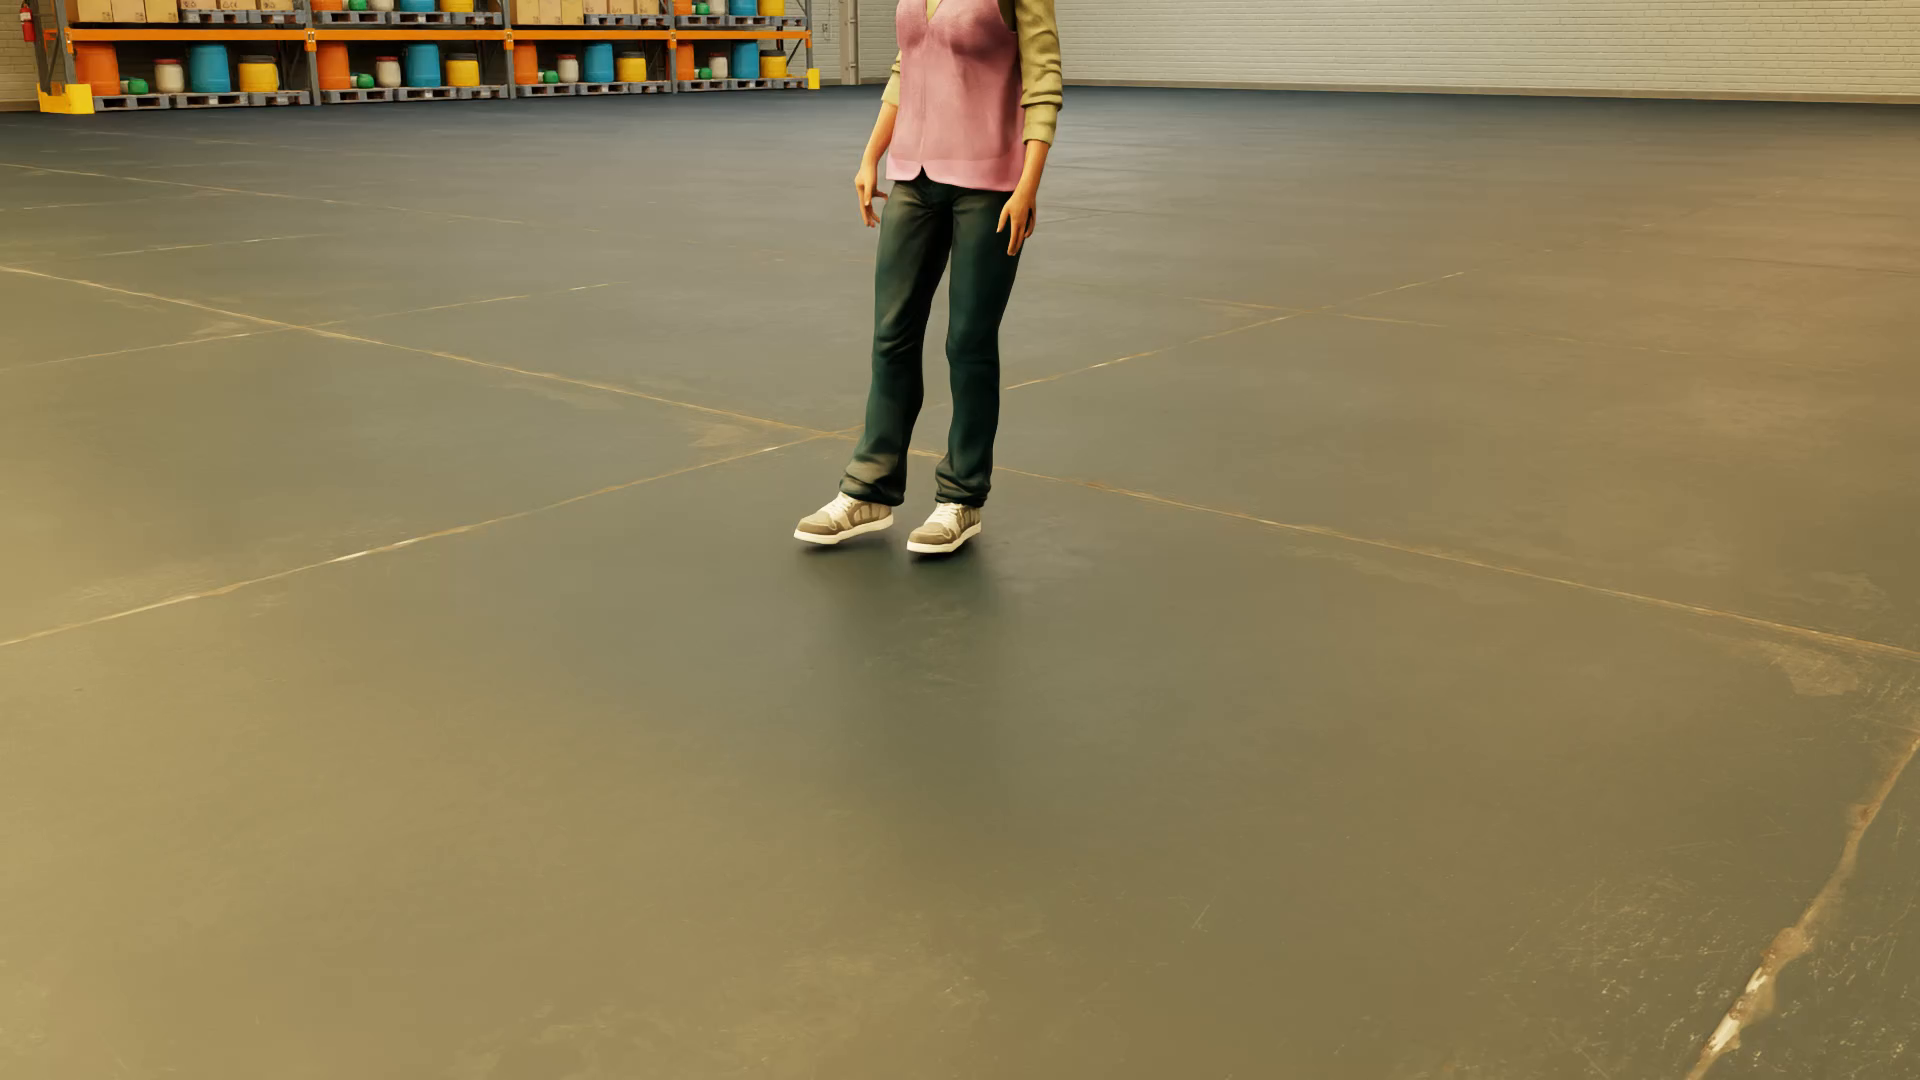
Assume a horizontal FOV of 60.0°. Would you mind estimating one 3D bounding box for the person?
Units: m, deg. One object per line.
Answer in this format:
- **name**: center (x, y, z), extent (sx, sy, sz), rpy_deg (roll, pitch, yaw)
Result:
- **person**: center (-0.058, -0.757, 3.661), extent (0.520, 1.599, 0.473), rpy_deg (13, 21, 37)
